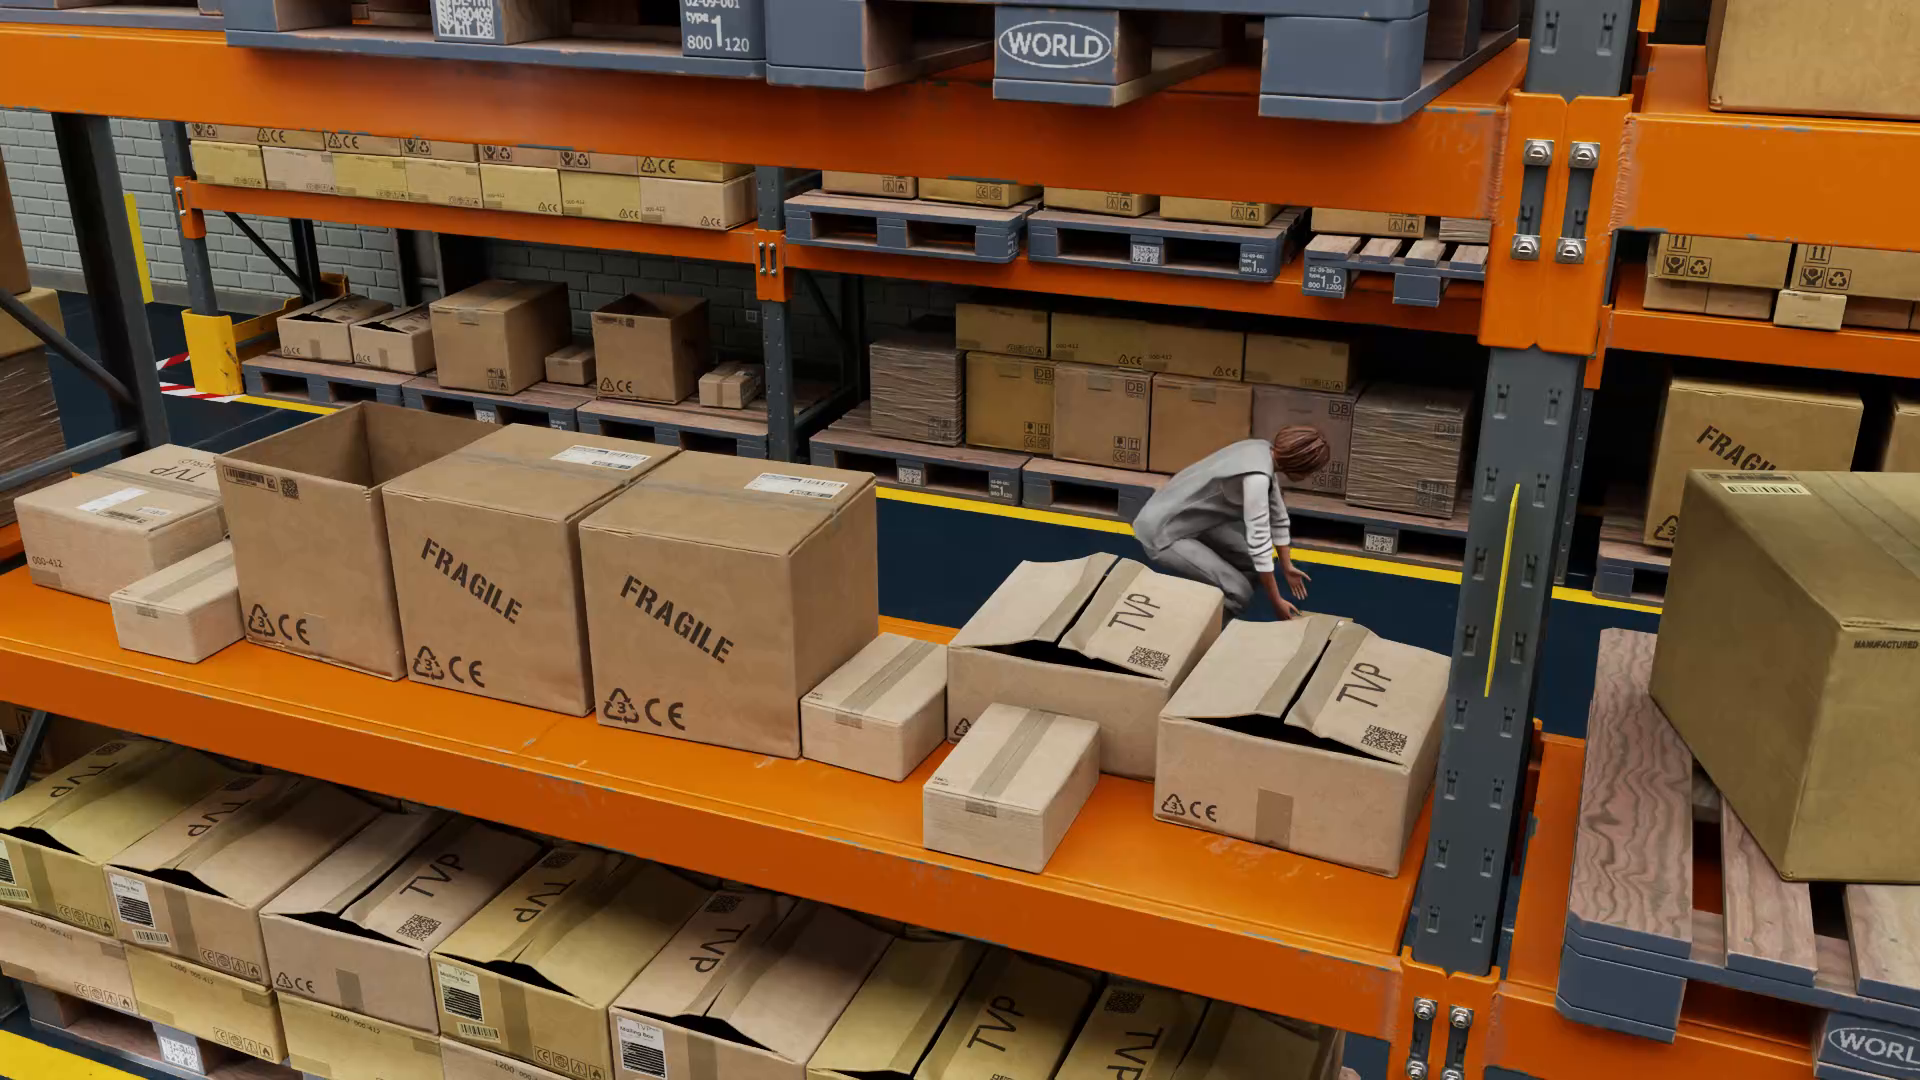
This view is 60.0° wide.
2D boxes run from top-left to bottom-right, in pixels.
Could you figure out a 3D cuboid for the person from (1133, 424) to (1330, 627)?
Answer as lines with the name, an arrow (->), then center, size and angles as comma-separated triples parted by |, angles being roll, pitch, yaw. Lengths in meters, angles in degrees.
person -> 1.083, 0.024, 6.747 | 0.754, 1.061, 0.461 | 9, 24, 20
